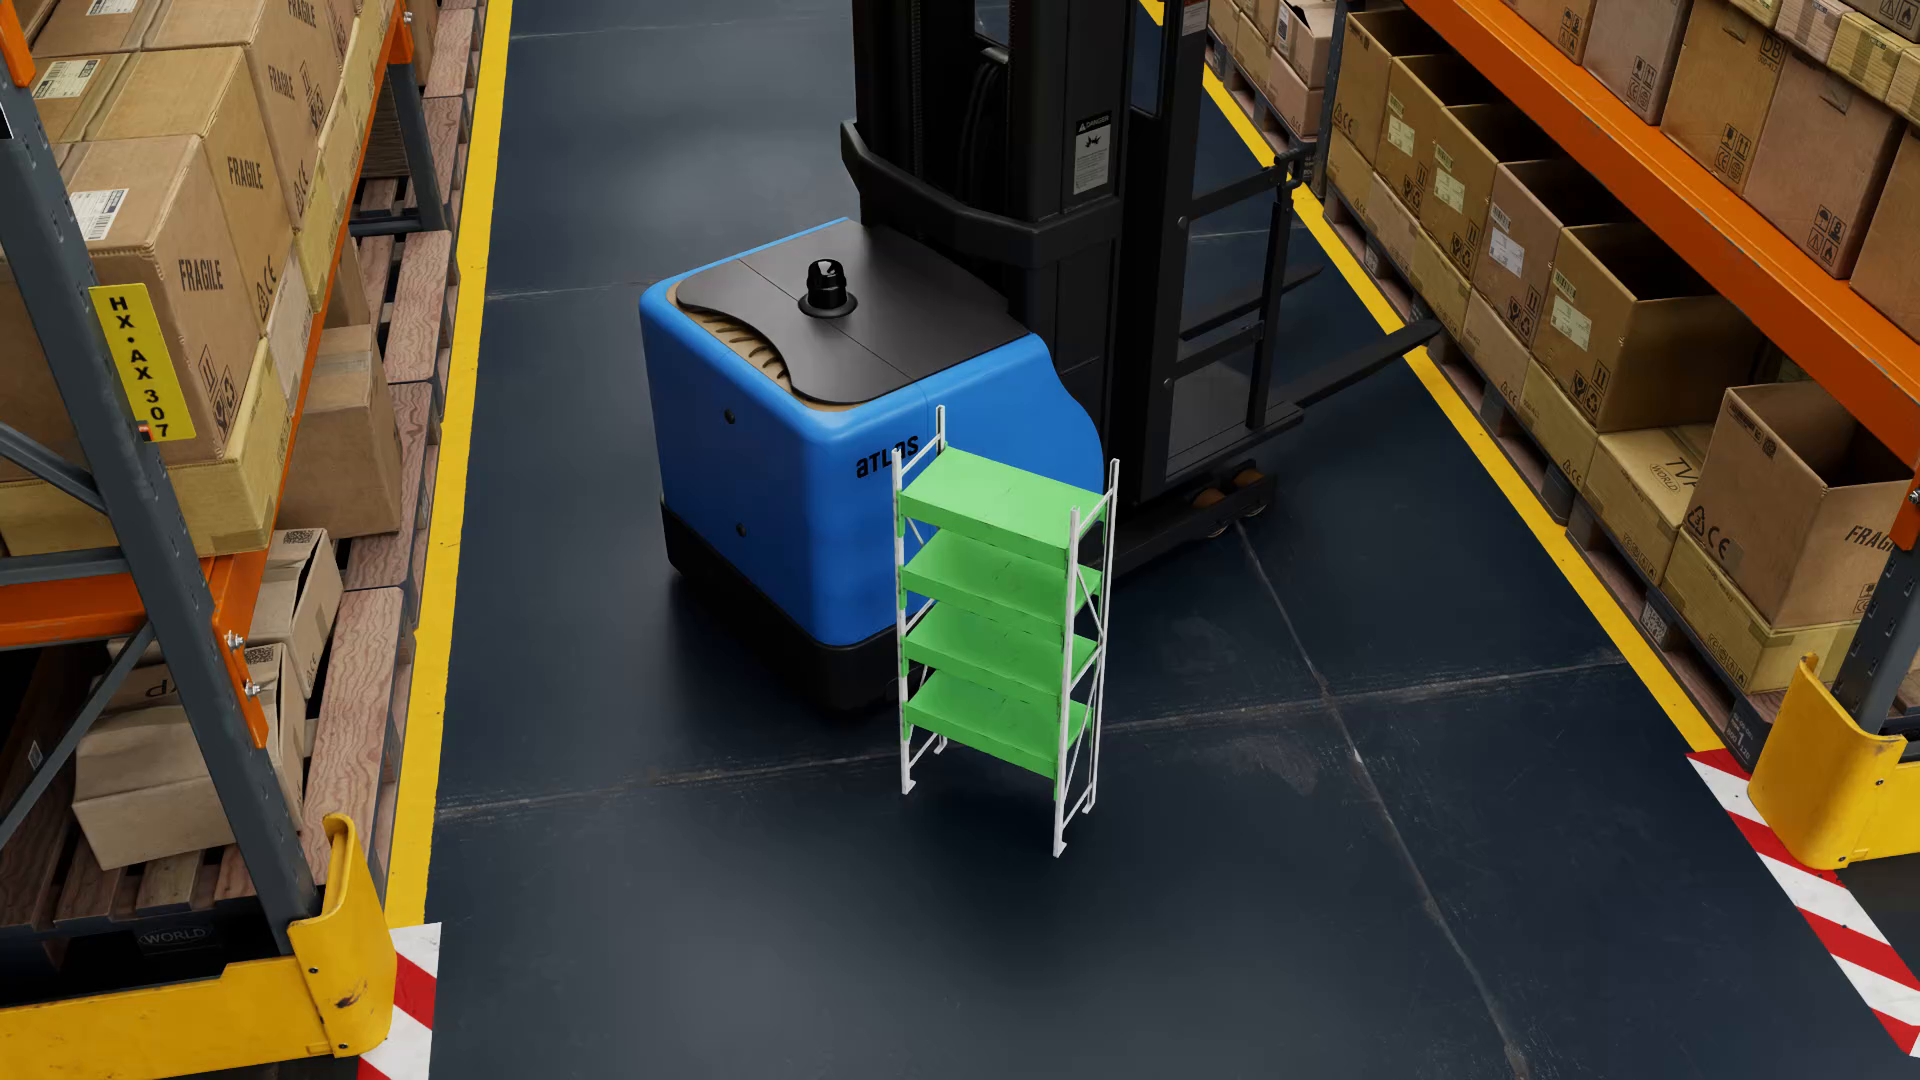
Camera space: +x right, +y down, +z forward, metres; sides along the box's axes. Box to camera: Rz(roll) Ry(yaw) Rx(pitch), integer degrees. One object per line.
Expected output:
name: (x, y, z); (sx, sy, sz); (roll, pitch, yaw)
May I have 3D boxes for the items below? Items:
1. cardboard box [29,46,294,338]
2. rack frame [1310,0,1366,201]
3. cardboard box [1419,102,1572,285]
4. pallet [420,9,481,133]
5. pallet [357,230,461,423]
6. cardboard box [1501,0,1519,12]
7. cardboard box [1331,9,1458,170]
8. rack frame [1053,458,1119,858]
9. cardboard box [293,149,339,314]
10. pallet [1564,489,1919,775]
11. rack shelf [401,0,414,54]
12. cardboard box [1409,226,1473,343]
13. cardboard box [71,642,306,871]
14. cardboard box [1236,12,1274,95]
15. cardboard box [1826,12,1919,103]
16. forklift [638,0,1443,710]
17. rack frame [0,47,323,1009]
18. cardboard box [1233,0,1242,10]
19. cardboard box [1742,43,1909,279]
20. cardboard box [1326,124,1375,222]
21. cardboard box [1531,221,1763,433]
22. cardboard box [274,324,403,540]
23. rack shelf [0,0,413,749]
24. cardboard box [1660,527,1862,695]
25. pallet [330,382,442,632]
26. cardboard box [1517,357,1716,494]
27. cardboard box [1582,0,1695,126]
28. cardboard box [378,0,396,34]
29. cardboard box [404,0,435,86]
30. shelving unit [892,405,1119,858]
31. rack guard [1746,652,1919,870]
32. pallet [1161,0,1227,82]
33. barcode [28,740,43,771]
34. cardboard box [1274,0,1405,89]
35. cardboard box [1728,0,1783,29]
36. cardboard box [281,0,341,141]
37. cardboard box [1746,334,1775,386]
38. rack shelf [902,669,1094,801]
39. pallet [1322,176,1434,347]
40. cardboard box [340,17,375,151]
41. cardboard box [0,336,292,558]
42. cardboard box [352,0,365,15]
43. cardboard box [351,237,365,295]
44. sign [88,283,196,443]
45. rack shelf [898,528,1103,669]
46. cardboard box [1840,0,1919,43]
cardboard box: (-1.877, -0.780, 3.804); (0.500, 0.500, 0.500); (-6, 38, -8)
rack frame: (2.163, -2.866, 6.994); (1.000, 3.000, 0.127); (-6, 38, -8)
cardboard box: (2.111, -1.325, 6.298); (0.500, 0.500, 0.500); (-6, 38, -8)
pallet: (-3.069, -2.439, 8.717); (1.003, 0.211, 1.213); (-6, 38, -8)
pallet: (-2.561, -0.828, 6.644); (1.003, 0.211, 1.213); (-6, 38, -8)
cardboard box: (2.346, -2.321, 6.210); (0.700, 0.500, 0.500); (-7, 38, -8)
cardboard box: (1.936, -1.929, 7.075); (0.500, 0.500, 0.500); (-6, 38, -8)
rack frame: (0.323, 0.341, 4.333); (0.015, 1.200, 0.240); (19, 42, 23)
cardboard box: (-1.974, -0.813, 4.458); (0.500, 0.250, 0.500); (-7, 38, -9)
pallet: (2.689, 0.193, 5.329); (1.003, 0.211, 1.213); (-6, 38, -8)
rack shelf: (-3.064, -3.255, 8.081); (1.077, 0.370, 4.000); (-6, 38, -8)
cardboard box: (2.111, -1.028, 6.528); (0.500, 0.250, 0.500); (-6, 38, -8)
cardboard box: (-2.045, 0.545, 4.436); (0.500, 0.311, 0.500); (-10, 39, -13)
cardboard box: (1.718, -2.471, 8.385); (0.500, 0.250, 0.500); (-7, 38, -9)
cardboard box: (2.517, -1.269, 4.328); (0.380, 0.149, 0.250); (-7, 38, -9)
forklift: (0.488, -1.396, 5.158); (3.031, 2.935, 1.130); (-26, 45, -30)
rack frame: (-2.012, 0.085, 3.196); (1.000, 3.000, 0.127); (-6, 38, -8)
cardboard box: (1.627, -2.997, 8.604); (0.500, 0.311, 0.500); (-6, 38, -8)
cardboard box: (2.698, -1.090, 4.626); (0.700, 0.500, 0.500); (-5, 38, -7)
cardboard box: (1.946, -1.634, 7.307); (0.500, 0.250, 0.500); (-6, 38, -8)
cardboard box: (2.287, -0.721, 5.520); (0.500, 0.500, 0.500); (-6, 38, -8)
cardboard box: (-2.224, -0.322, 5.399); (0.700, 0.500, 0.500); (-9, 39, -11)
rack shelf: (-2.363, -0.839, 4.971); (1.077, 0.370, 4.000); (-6, 38, -8)
cardboard box: (2.479, 0.178, 4.975); (0.500, 0.250, 0.500); (-6, 38, -8)
pallet: (-2.344, -0.090, 5.693); (1.003, 0.211, 1.213); (-6, 38, -8)
cardboard box: (2.290, -0.425, 5.751); (0.500, 0.250, 0.500); (-6, 38, -8)
cardboard box: (2.521, -1.708, 5.422); (0.700, 0.500, 0.500); (-5, 38, -7)
cardboard box: (-2.332, -2.026, 6.019); (0.500, 0.250, 0.500); (-6, 38, -8)
cardboard box: (-3.049, -2.580, 8.305); (0.700, 0.500, 0.500); (-6, 38, -7)
shelving unit: (0.110, 0.269, 4.426); (0.503, 1.200, 0.258); (19, 42, 23)
rack guard: (2.868, 0.551, 4.633); (1.175, 0.500, 0.348); (-6, 38, -8)
pallet: (1.778, -2.944, 9.368); (1.003, 0.211, 1.213); (-6, 38, -8)
barcode: (-2.442, 0.574, 4.392); (0.001, 0.075, 0.075); (-6, 38, -8)
cardboard box: (1.810, -2.382, 7.812); (0.500, 0.311, 0.500); (-6, 38, -8)
cardboard box: (2.429, -1.579, 4.728); (0.380, 0.149, 0.250); (-5, 38, -7)
cardboard box: (-2.064, -1.404, 4.606); (0.500, 0.500, 0.500); (-5, 38, -7)
cardboard box: (2.799, -0.777, 5.592); (0.500, 0.500, 0.500); (-6, 38, -8)
rack shelf: (0.110, 0.509, 4.613); (0.480, 0.148, 0.258); (19, 42, 23)
pallet: (2.261, -1.280, 7.226); (1.003, 0.211, 1.213); (-6, 38, -8)
cardboard box: (-2.150, -1.422, 5.242); (0.500, 0.250, 0.500); (-6, 38, -8)
cardboard box: (-1.785, -0.193, 3.659); (0.500, 0.250, 0.500); (-7, 38, -9)
cardboard box: (-2.233, -2.023, 5.404); (0.500, 0.500, 0.500); (-6, 38, -8)
cardboard box: (-2.590, -1.066, 6.628); (0.380, 0.166, 0.250); (-11, 39, -14)
sign: (-1.478, -0.316, 3.006); (0.100, 0.325, 0.005); (-6, 38, -8)
rack shelf: (0.110, 0.129, 4.318); (0.480, 0.148, 0.258); (19, 42, 23)
cardboard box: (2.688, -1.634, 4.270); (0.700, 0.500, 0.500); (-7, 38, -9)
